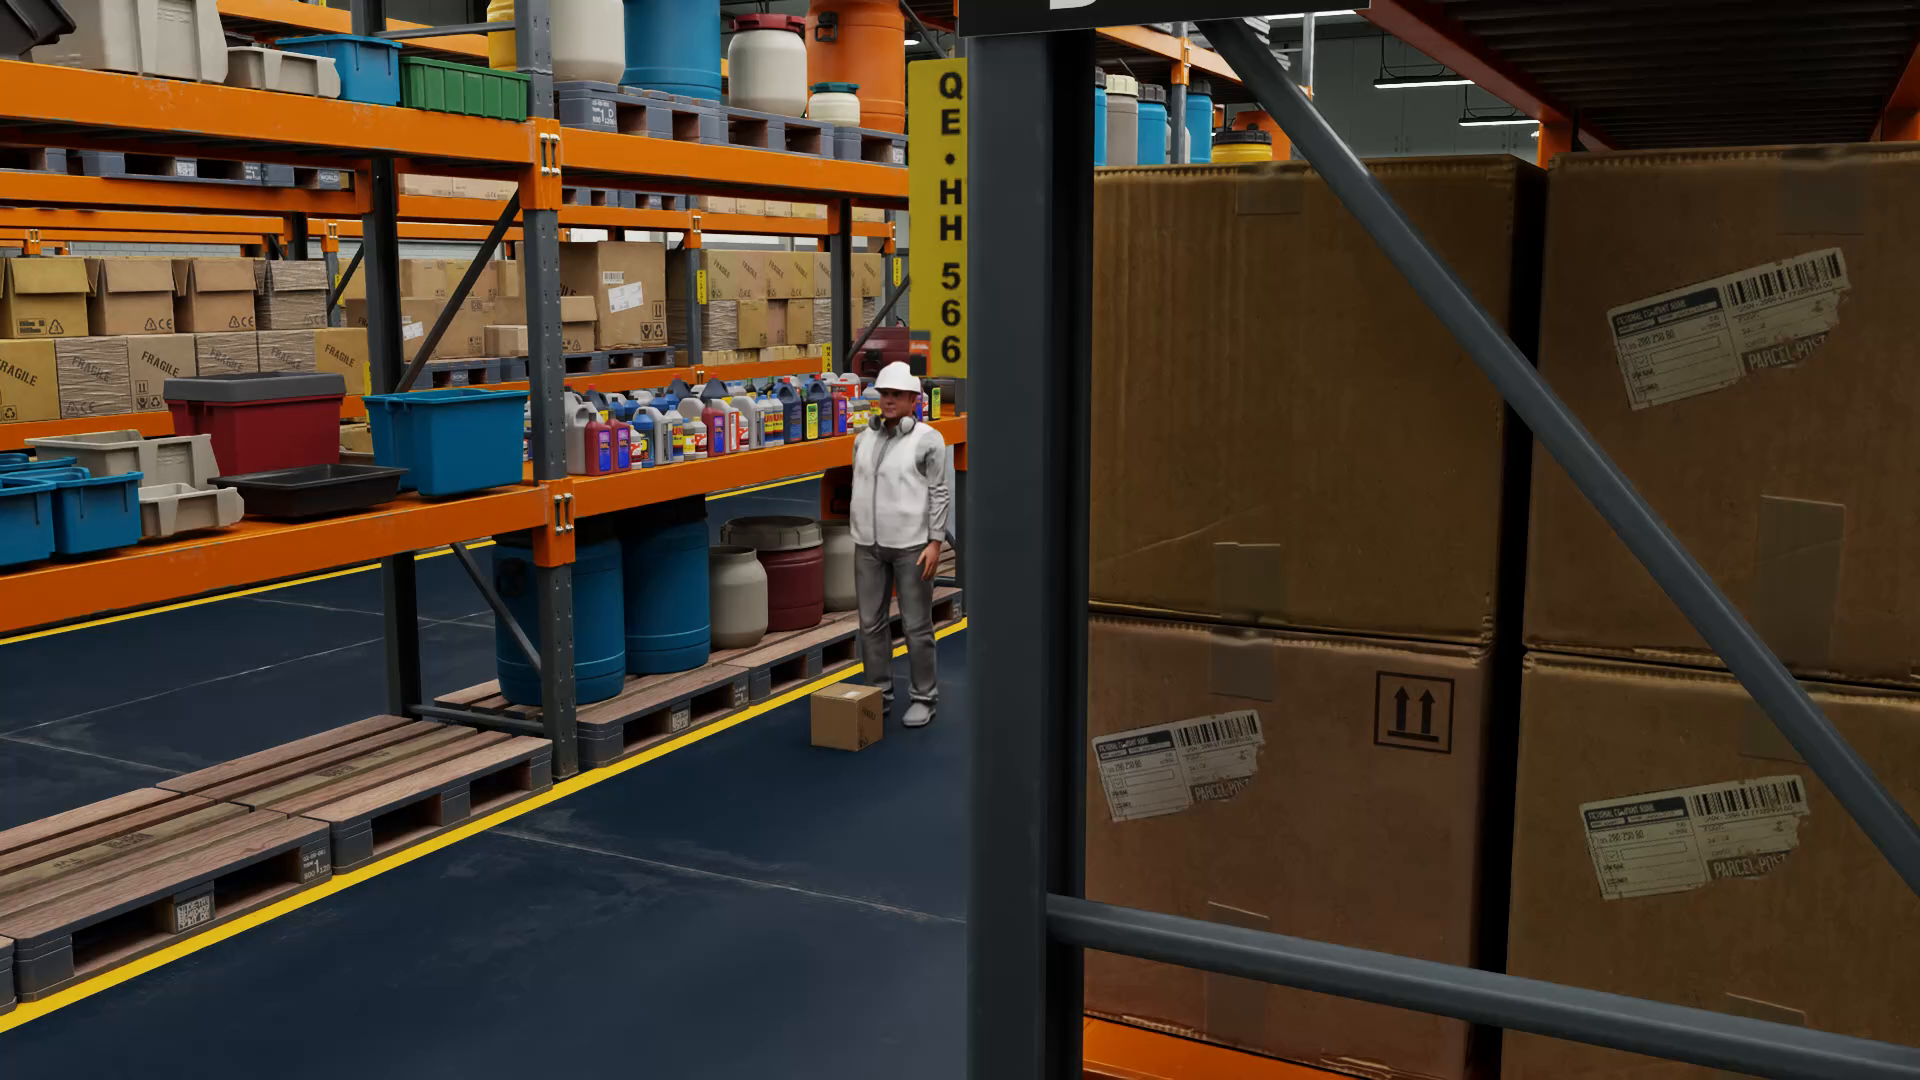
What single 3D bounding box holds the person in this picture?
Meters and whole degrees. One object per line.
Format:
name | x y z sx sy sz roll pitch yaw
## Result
person | -0.314 0.020 8.161 0.542 1.776 0.367 5 10 27
